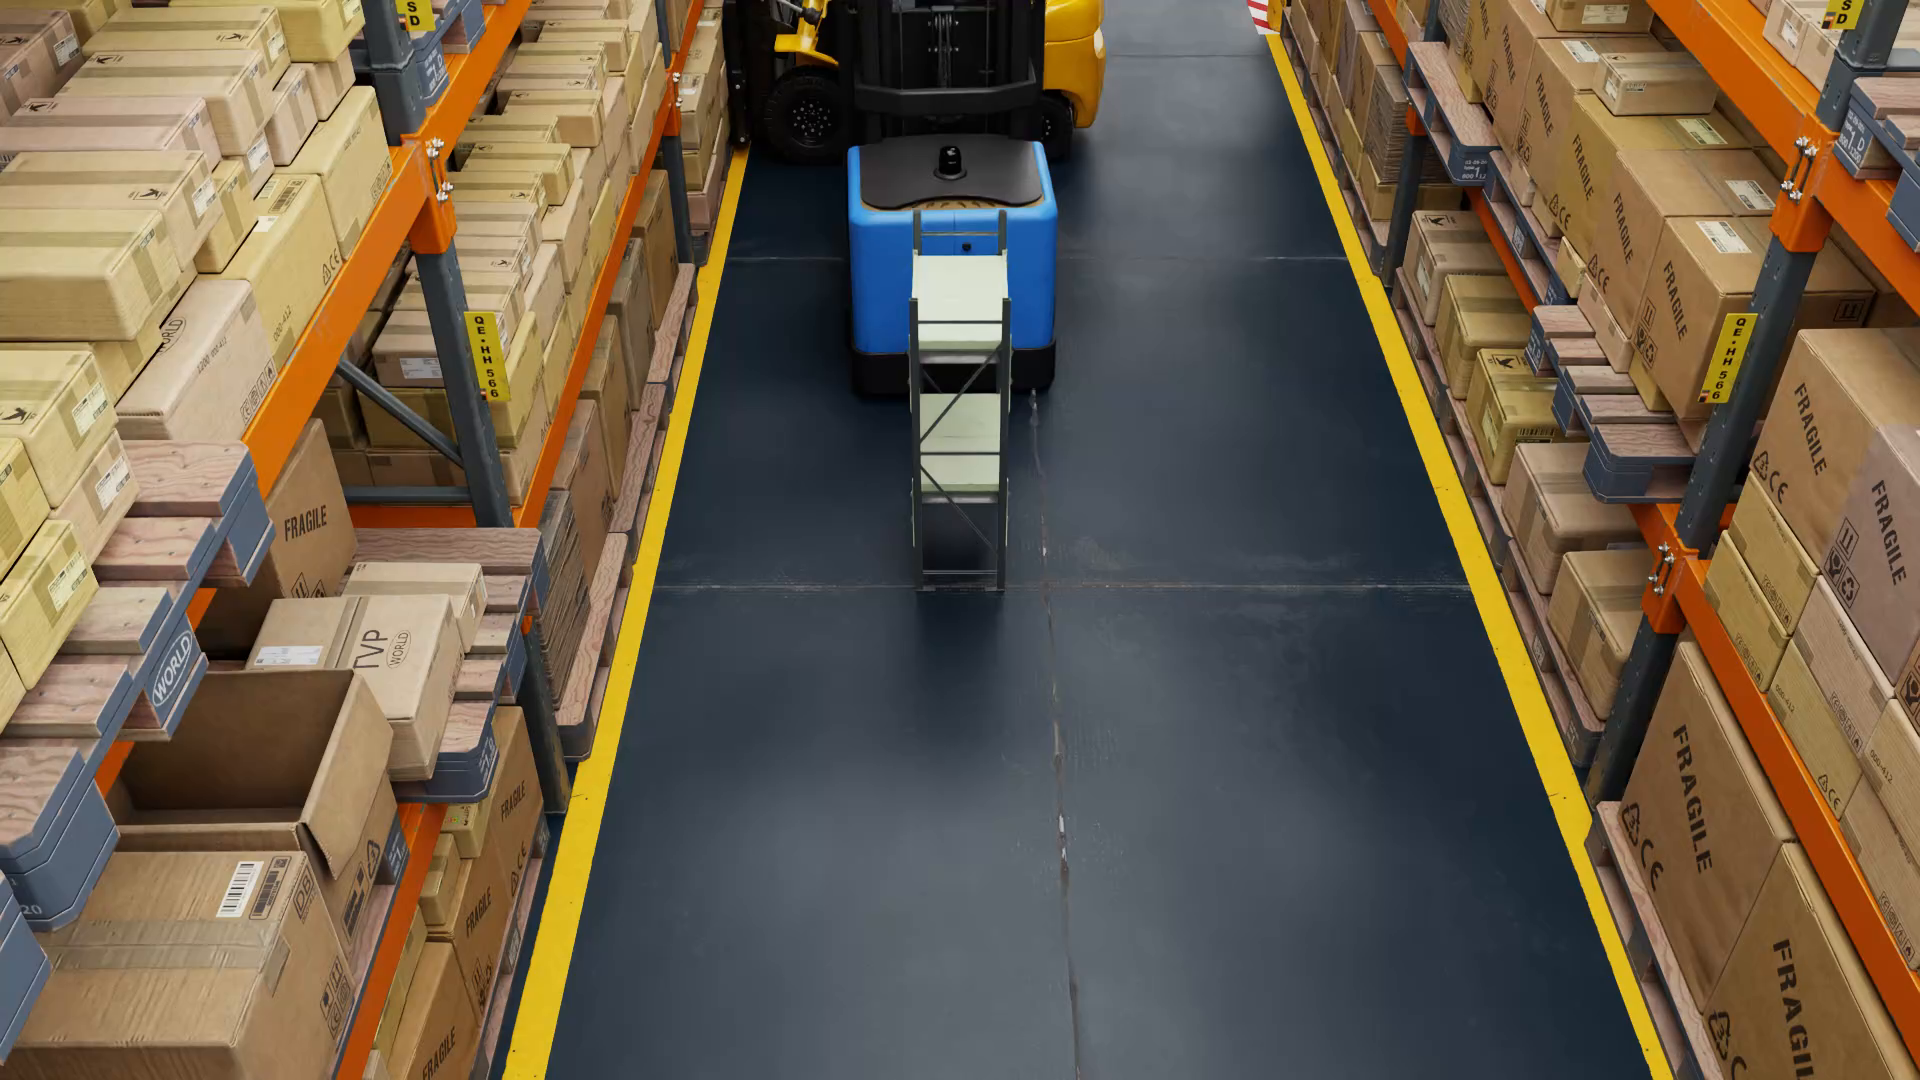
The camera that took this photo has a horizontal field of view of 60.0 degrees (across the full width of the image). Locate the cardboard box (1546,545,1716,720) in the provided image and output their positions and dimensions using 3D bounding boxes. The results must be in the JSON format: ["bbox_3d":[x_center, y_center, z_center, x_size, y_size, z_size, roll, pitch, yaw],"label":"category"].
[{"bbox_3d":[2.952,0.358,6.670,0.950,0.372,0.625,-2,39,-3],"label":"cardboard box"}]

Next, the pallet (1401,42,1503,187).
[{"bbox_3d":[2.793,-2.099,8.123,1.003,0.211,1.213,0,39,0],"label":"pallet"}]

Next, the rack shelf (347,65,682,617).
[{"bbox_3d":[-2.024,-1.114,7.317,1.077,0.370,4.000,0,39,0],"label":"rack shelf"}]

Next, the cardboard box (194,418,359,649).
[{"bbox_3d":[-2.177,-0.025,4.967,0.500,0.500,0.500,2,39,2],"label":"cardboard box"}]

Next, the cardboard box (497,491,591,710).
[{"bbox_3d":[-2.008,0.229,6.629,0.875,0.625,0.625,1,39,1],"label":"cardboard box"}]

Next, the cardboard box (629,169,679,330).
[{"bbox_3d":[-2.014,-1.557,8.857,0.875,0.625,0.625,2,39,2],"label":"cardboard box"}]

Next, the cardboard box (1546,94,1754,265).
[{"bbox_3d":[2.650,-1.392,6.435,0.500,0.500,0.500,-3,39,-3],"label":"cardboard box"}]

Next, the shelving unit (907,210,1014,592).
[{"bbox_3d":[0.000,-0.589,7.286,0.431,1.500,0.755,0,39,0],"label":"shelving unit"}]

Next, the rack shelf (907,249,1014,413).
[{"bbox_3d":[0.000,-0.894,7.042,0.431,0.370,0.720,0,39,0],"label":"rack shelf"}]

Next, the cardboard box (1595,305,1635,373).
[{"bbox_3d":[2.589,-0.746,6.147,0.380,0.149,0.250,0,39,0],"label":"cardboard box"}]

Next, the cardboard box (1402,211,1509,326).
[{"bbox_3d":[2.941,-1.462,8.941,0.950,0.372,0.625,0,39,1],"label":"cardboard box"}]

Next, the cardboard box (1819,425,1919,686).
[{"bbox_3d":[2.709,0.039,4.423,0.500,0.500,0.500,0,39,0],"label":"cardboard box"}]

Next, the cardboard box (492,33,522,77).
[{"bbox_3d":[-2.291,-2.150,7.755,0.500,0.250,0.500,0,39,-1],"label":"cardboard box"}]

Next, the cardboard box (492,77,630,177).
[{"bbox_3d":[-1.767,-1.834,7.360,0.500,0.250,0.500,1,39,1],"label":"cardboard box"}]

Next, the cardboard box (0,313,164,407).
[{"bbox_3d":[-1.805,-0.386,3.235,0.380,0.149,0.250,1,39,1],"label":"cardboard box"}]

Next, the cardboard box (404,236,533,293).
[{"bbox_3d":[-1.755,-0.964,5.955,0.380,0.149,0.250,1,39,1],"label":"cardboard box"}]

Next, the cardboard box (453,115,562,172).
[{"bbox_3d":[-1.836,-1.606,6.756,0.380,0.149,0.250,0,39,0],"label":"cardboard box"}]

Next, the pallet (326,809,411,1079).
[{"bbox_3d":[-2.014,1.147,4.074,1.003,0.211,1.213,0,39,0],"label":"pallet"}]

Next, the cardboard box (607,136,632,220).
[{"bbox_3d":[-1.788,-1.647,7.527,0.500,0.250,0.500,0,39,0],"label":"cardboard box"}]

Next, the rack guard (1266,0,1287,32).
[{"bbox_3d":[2.933,-4.130,12.504,1.175,0.500,0.348,0,39,0],"label":"rack guard"}]

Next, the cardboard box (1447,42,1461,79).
[{"bbox_3d":[2.622,-2.371,8.176,0.380,0.149,0.250,0,39,1],"label":"cardboard box"}]

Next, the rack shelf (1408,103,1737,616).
[{"bbox_3d":[2.940,-1.120,7.324,1.077,0.370,4.000,0,39,0],"label":"rack shelf"}]

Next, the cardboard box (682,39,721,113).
[{"bbox_3d":[-1.703,-2.749,9.845,0.500,0.250,0.500,0,39,0],"label":"cardboard box"}]

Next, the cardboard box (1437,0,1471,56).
[{"bbox_3d":[2.651,-2.677,8.038,0.500,0.500,0.500,1,39,1],"label":"cardboard box"}]

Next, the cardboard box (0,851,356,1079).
[{"bbox_3d":[-1.795,1.037,3.642,0.700,0.500,0.500,0,39,0],"label":"cardboard box"}]

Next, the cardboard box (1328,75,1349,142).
[{"bbox_3d":[2.662,-2.763,10.662,0.500,0.250,0.500,1,39,1],"label":"cardboard box"}]

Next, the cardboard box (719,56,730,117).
[{"bbox_3d":[-1.709,-2.864,10.388,0.500,0.250,0.500,0,39,0],"label":"cardboard box"}]

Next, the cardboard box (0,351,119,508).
[{"bbox_3d":[-1.639,-0.184,2.730,0.380,0.149,0.250,0,39,0],"label":"cardboard box"}]

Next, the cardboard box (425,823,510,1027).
[{"bbox_3d":[-1.816,1.245,5.461,0.500,0.500,0.500,-1,39,-1],"label":"cardboard box"}]

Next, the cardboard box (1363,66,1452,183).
[{"bbox_3d":[2.669,-2.405,9.616,0.500,0.500,0.500,-1,39,-1],"label":"cardboard box"}]

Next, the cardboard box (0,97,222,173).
[{"bbox_3d":[-1.821,-0.823,3.543,0.380,0.149,0.250,-1,39,-1],"label":"cardboard box"}]

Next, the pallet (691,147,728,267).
[{"bbox_3d":[-1.985,-2.055,10.145,1.003,0.211,1.213,0,39,0],"label":"pallet"}]

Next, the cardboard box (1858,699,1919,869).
[{"bbox_3d":[2.684,0.665,4.241,0.500,0.250,0.500,0,39,0],"label":"cardboard box"}]

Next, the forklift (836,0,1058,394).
[{"bbox_3d":[-0.116,-2.803,8.904,1.130,2.935,3.031,-2,39,-3],"label":"forklift"}]

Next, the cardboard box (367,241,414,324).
[{"bbox_3d":[-2.302,-0.881,6.171,0.500,0.250,0.500,0,39,0],"label":"cardboard box"}]

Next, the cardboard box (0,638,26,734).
[{"bbox_3d":[-1.623,0.256,2.419,0.380,0.149,0.250,0,39,-1],"label":"cardboard box"}]

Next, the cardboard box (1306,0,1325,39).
[{"bbox_3d":[2.663,-3.690,11.219,0.500,0.500,0.500,-1,39,-2],"label":"cardboard box"}]

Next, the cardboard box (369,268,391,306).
[{"bbox_3d":[-2.275,-0.965,5.957,0.380,0.149,0.250,0,39,0],"label":"cardboard box"}]

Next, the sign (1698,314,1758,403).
[{"bbox_3d":[2.400,-0.565,5.193,0.100,0.325,0.005,0,39,0],"label":"sign"}]

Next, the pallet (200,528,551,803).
[{"bbox_3d":[-1.950,0.355,5.062,1.213,0.211,1.003,0,39,0],"label":"pallet"}]

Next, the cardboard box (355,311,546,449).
[{"bbox_3d":[-1.753,-0.558,5.768,0.500,0.250,0.500,0,39,0],"label":"cardboard box"}]

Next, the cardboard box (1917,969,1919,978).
[{"bbox_3d":[2.708,1.172,4.008,0.500,0.250,0.500,0,39,0],"label":"cardboard box"}]

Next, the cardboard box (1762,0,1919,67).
[{"bbox_3d":[2.724,-1.575,5.119,0.380,0.149,0.250,0,39,0],"label":"cardboard box"}]

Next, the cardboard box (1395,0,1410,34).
[{"bbox_3d":[2.625,-2.910,9.184,0.380,0.149,0.250,1,39,1],"label":"cardboard box"}]

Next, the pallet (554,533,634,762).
[{"bbox_3d":[-1.983,0.429,7.046,1.003,0.211,1.213,0,39,0],"label":"pallet"}]

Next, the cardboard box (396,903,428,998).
[{"bbox_3d":[-1.825,1.223,4.969,0.380,0.149,0.250,1,39,1],"label":"cardboard box"}]

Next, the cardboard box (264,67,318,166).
[{"bbox_3d":[-1.799,-1.028,4.037,0.380,0.149,0.250,-1,39,-1],"label":"cardboard box"}]

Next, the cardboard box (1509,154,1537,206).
[{"bbox_3d":[2.596,-1.556,7.159,0.380,0.149,0.250,1,39,2],"label":"cardboard box"}]

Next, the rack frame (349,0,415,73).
[{"bbox_3d":[-2.021,-2.485,3.655,1.000,3.000,0.127,0,39,0],"label":"rack frame"}]

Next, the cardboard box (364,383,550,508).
[{"bbox_3d":[-1.777,-0.363,5.925,0.500,0.250,0.500,0,39,0],"label":"cardboard box"}]

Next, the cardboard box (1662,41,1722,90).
[{"bbox_3d":[3.165,-1.721,6.846,0.500,0.500,0.500,-1,39,-2],"label":"cardboard box"}]

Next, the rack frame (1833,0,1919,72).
[{"bbox_3d":[2.942,-2.491,3.663,1.000,3.000,0.127,0,39,0],"label":"rack frame"}]

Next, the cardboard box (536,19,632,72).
[{"bbox_3d":[-1.705,-2.245,7.555,0.380,0.149,0.250,-1,39,-1],"label":"cardboard box"}]
